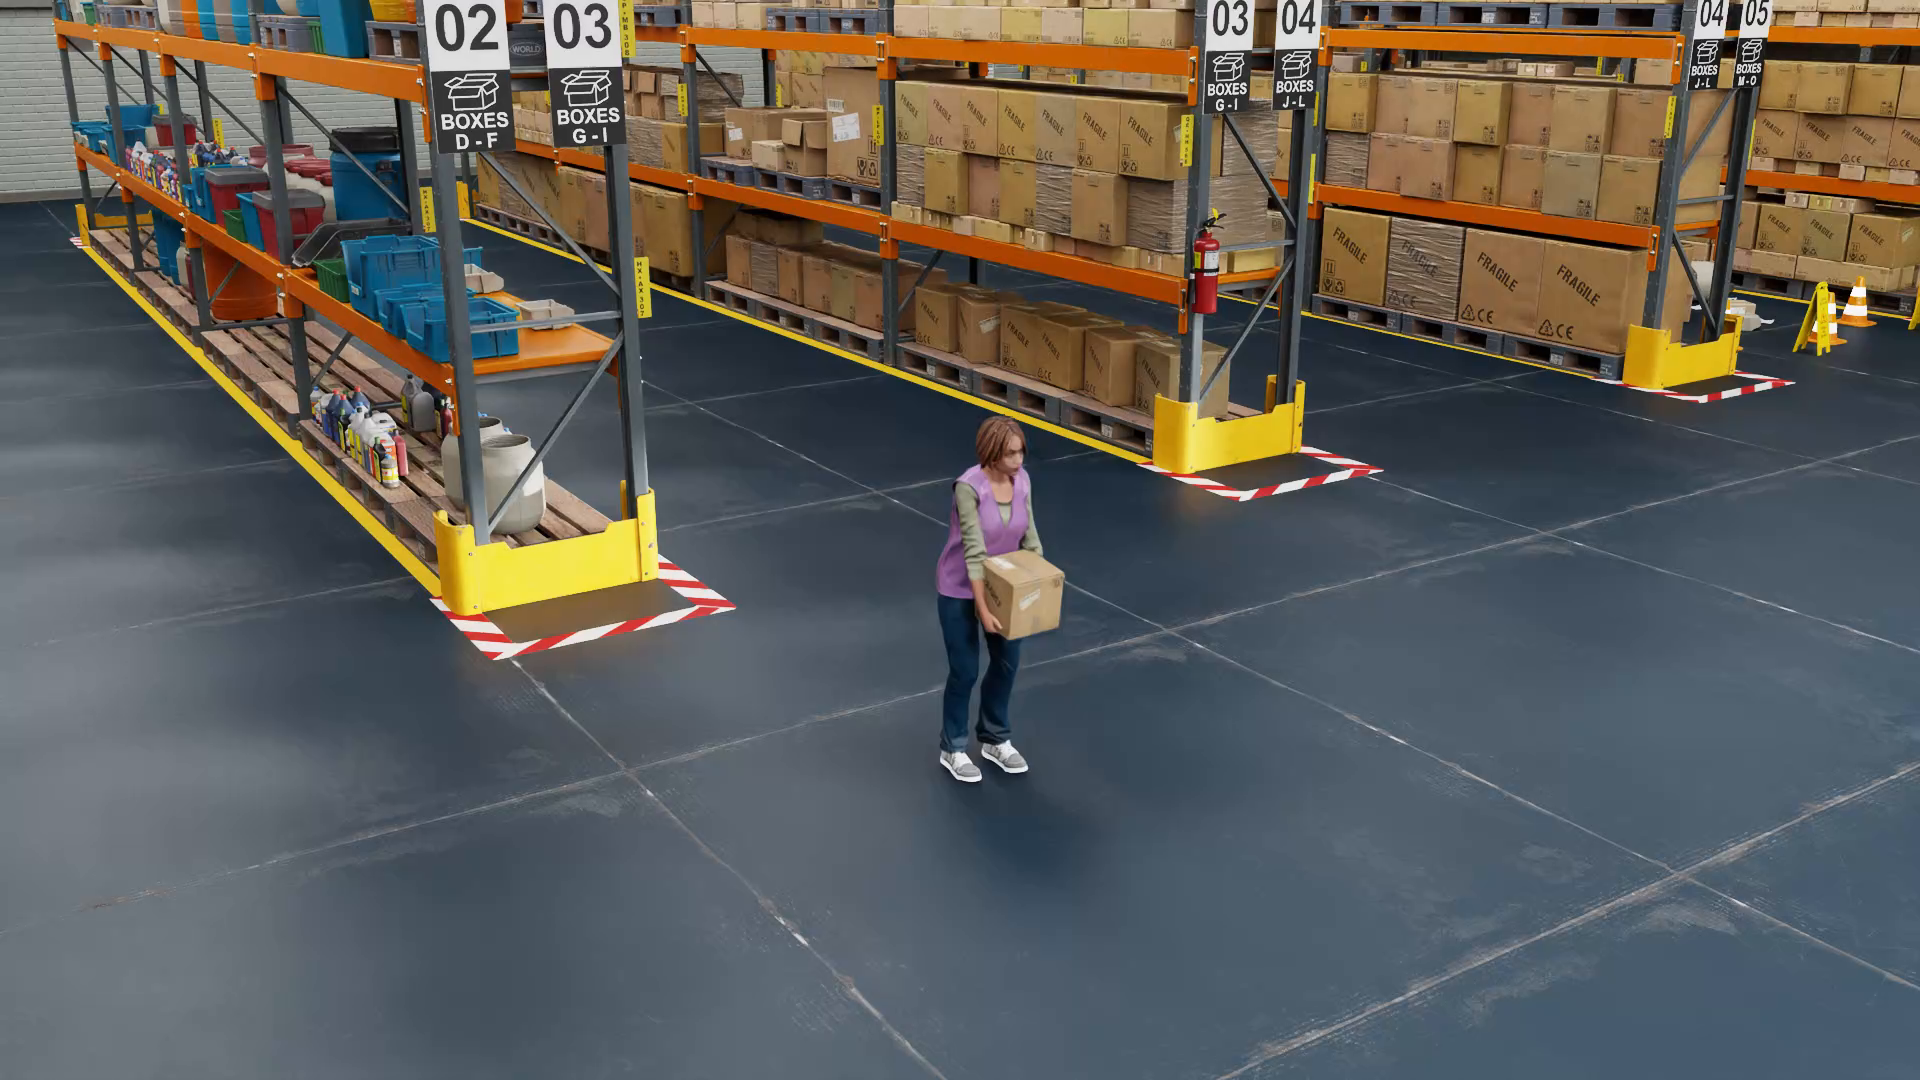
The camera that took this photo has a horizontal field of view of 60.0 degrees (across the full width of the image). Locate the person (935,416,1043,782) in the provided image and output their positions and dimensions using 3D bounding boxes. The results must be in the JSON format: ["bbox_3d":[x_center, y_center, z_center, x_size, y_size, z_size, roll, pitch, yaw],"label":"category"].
[{"bbox_3d":[0.132,0.248,6.871,0.372,1.577,0.525,-12,22,-32],"label":"person"}]
